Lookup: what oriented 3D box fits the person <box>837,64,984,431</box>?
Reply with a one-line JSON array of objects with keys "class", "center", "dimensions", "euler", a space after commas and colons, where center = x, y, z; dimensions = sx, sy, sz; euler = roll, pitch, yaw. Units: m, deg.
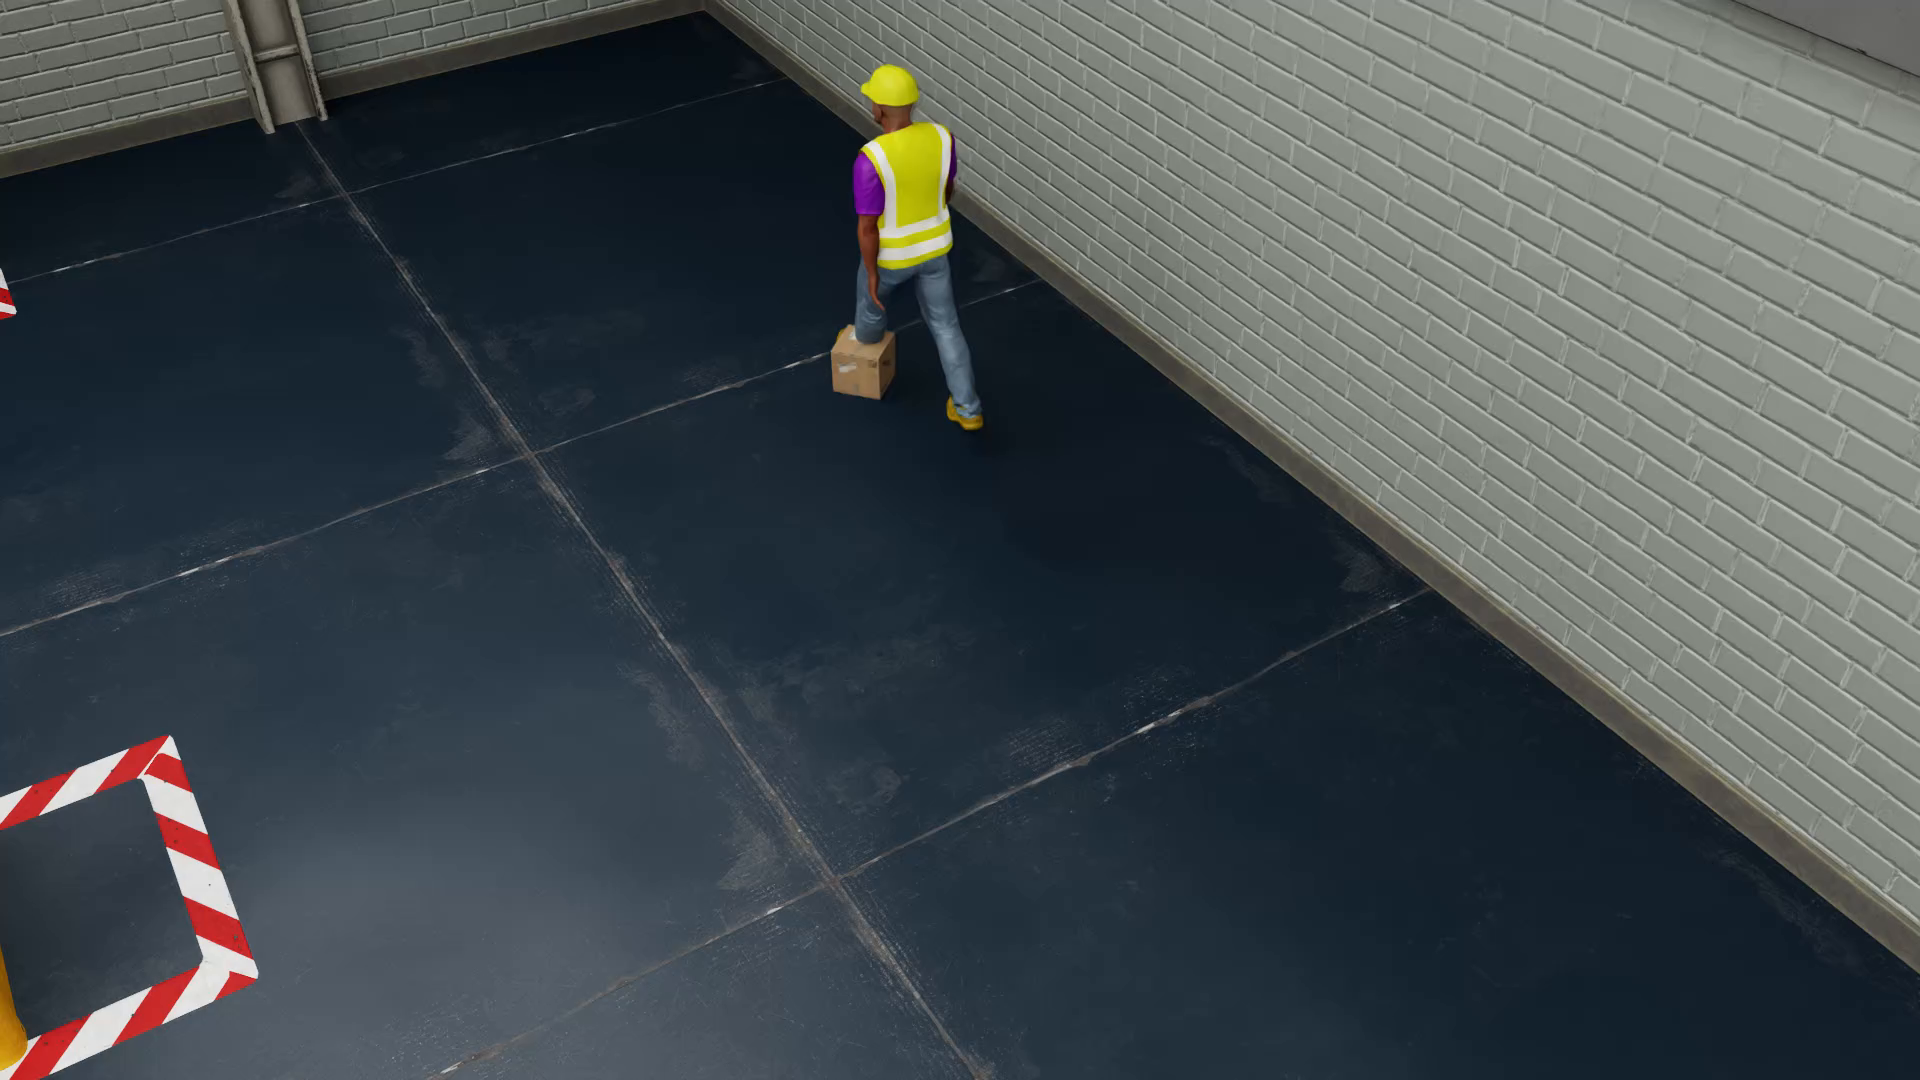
[{"class": "person", "center": [-0.258, -1.389, 7.770], "dimensions": [0.577, 1.709, 1.114], "euler": [-19, 44, -21]}]
